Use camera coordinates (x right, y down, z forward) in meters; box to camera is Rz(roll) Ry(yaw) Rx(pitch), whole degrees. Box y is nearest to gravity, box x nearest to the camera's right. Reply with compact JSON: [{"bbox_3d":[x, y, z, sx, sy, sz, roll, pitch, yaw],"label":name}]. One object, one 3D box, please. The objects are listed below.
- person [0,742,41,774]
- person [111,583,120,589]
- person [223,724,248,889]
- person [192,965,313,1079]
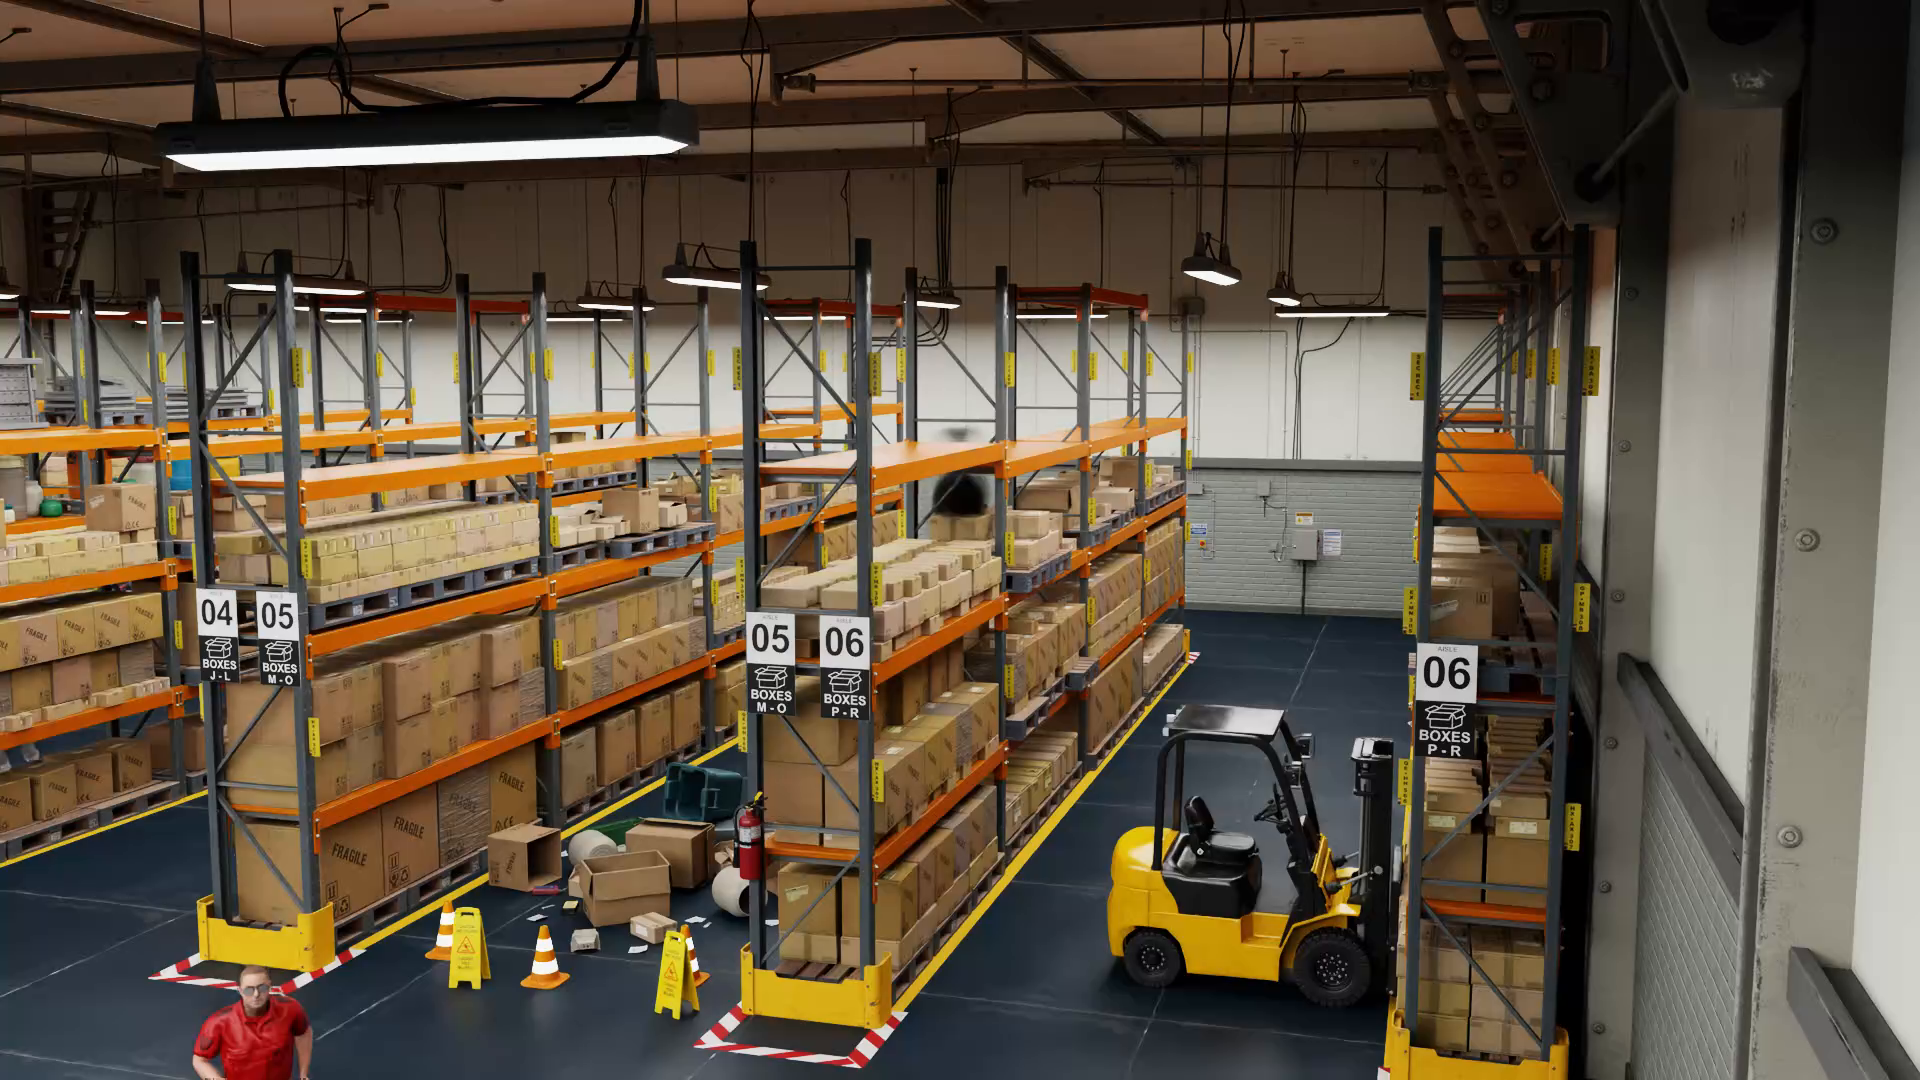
[{"bbox_3d":[-11.290,2.121,19.753,0.679,1.699,0.885,-1,6,-10],"label":"person"},{"bbox_3d":[-13.846,1.311,27.629,0.608,1.549,0.773,0,6,4],"label":"person"},{"bbox_3d":[-6.915,2.545,16.308,0.776,1.658,0.835,-1,7,-13],"label":"person"},{"bbox_3d":[-4.132,3.262,9.757,0.663,1.677,0.771,-4,7,-29],"label":"person"}]
